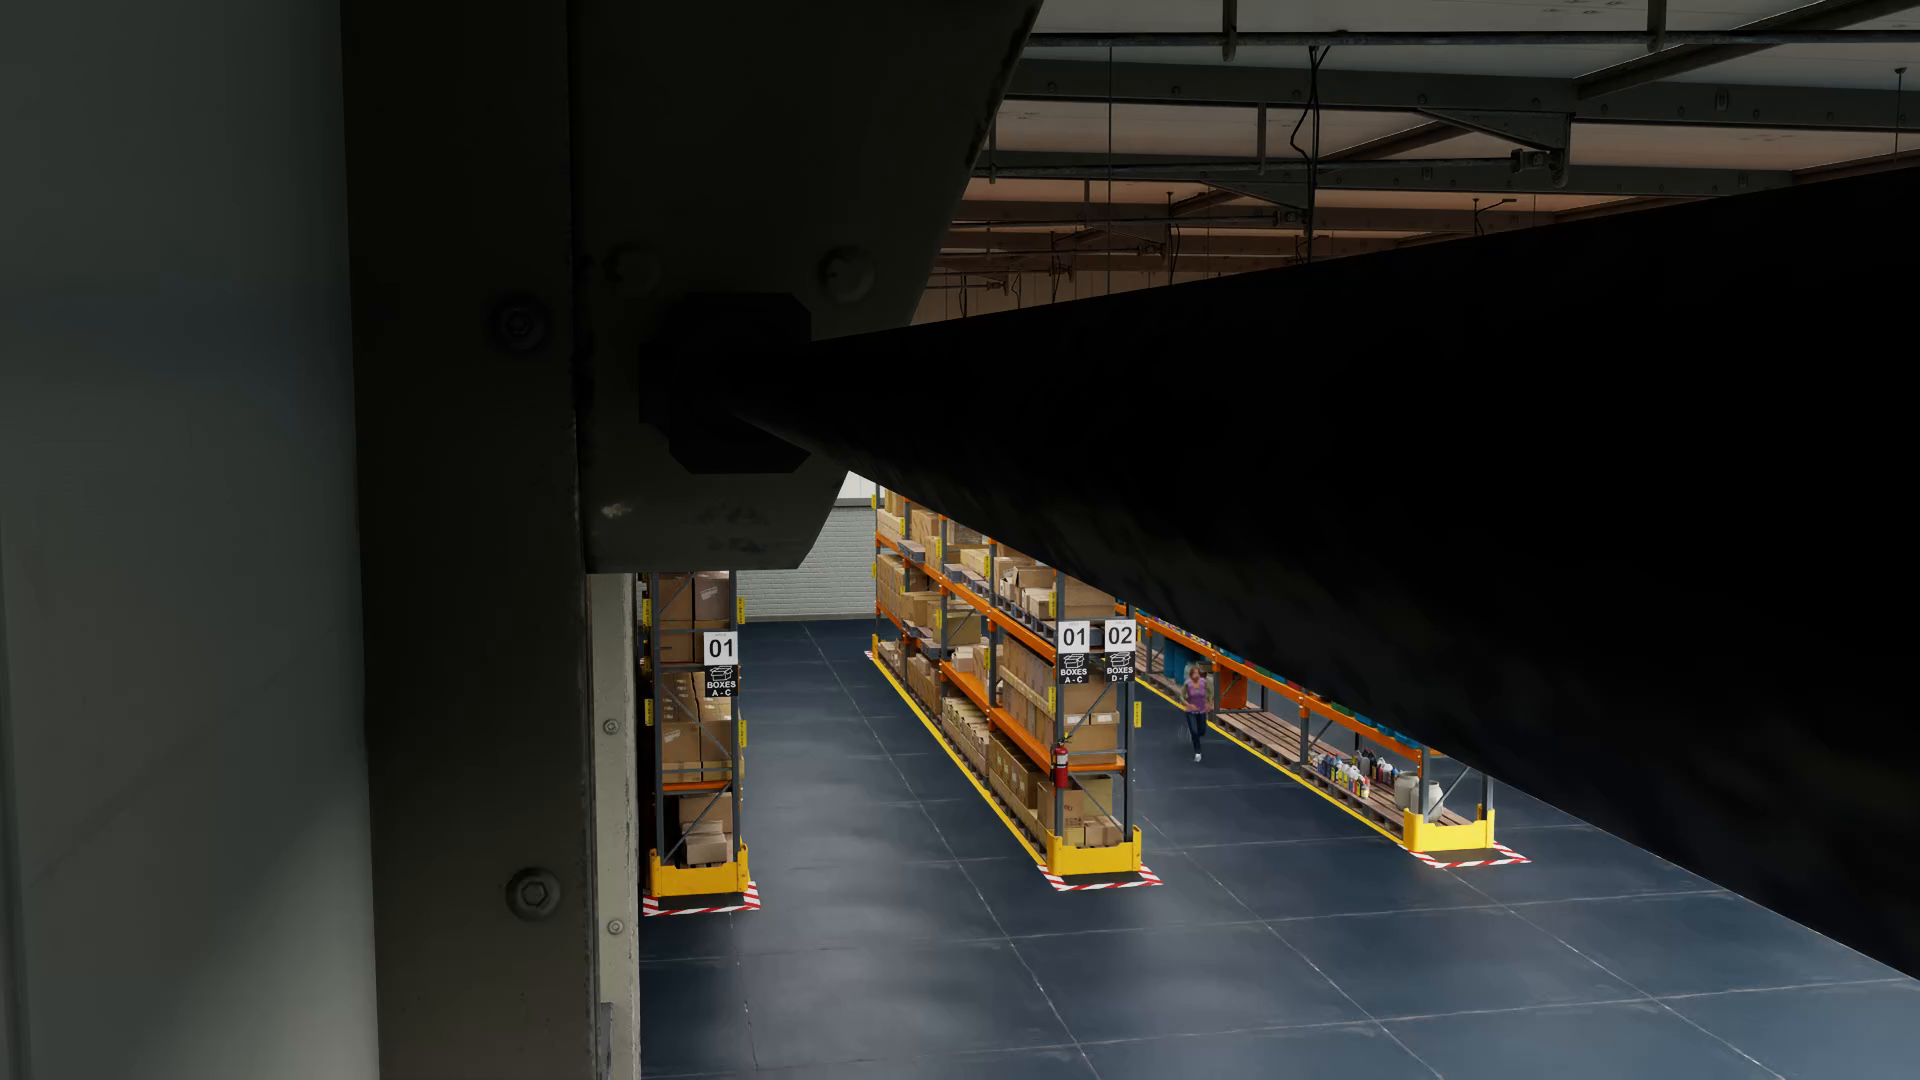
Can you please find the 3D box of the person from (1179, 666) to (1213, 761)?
[{"bbox_3d":[3.839,2.807,27.046,0.577,1.554,0.646,-1,6,-6],"label":"person"}]
